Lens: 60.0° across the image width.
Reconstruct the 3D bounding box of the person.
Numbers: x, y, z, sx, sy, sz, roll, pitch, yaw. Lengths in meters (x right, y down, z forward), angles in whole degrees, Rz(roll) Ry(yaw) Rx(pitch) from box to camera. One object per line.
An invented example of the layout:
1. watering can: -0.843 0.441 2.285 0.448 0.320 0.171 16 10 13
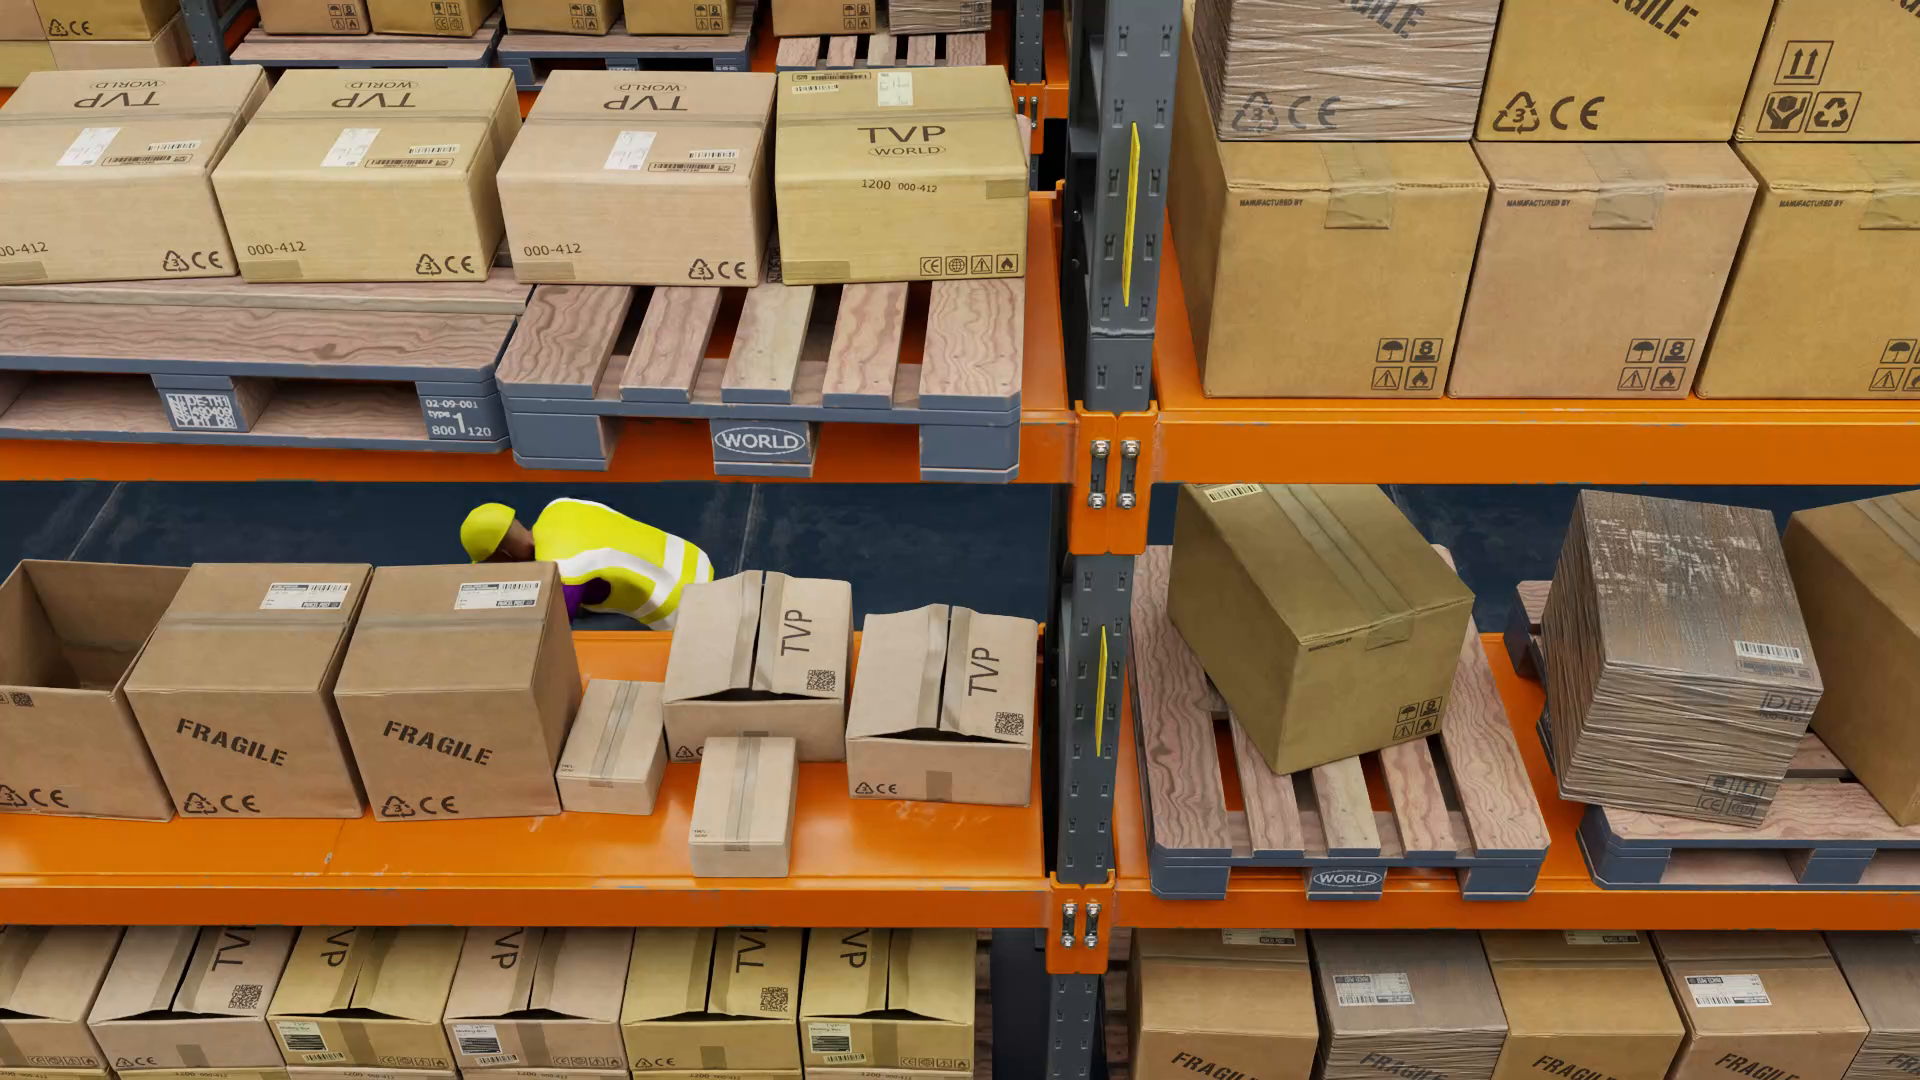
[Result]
1. person: -1.392 0.269 6.385 0.884 1.039 0.593 0 39 0
